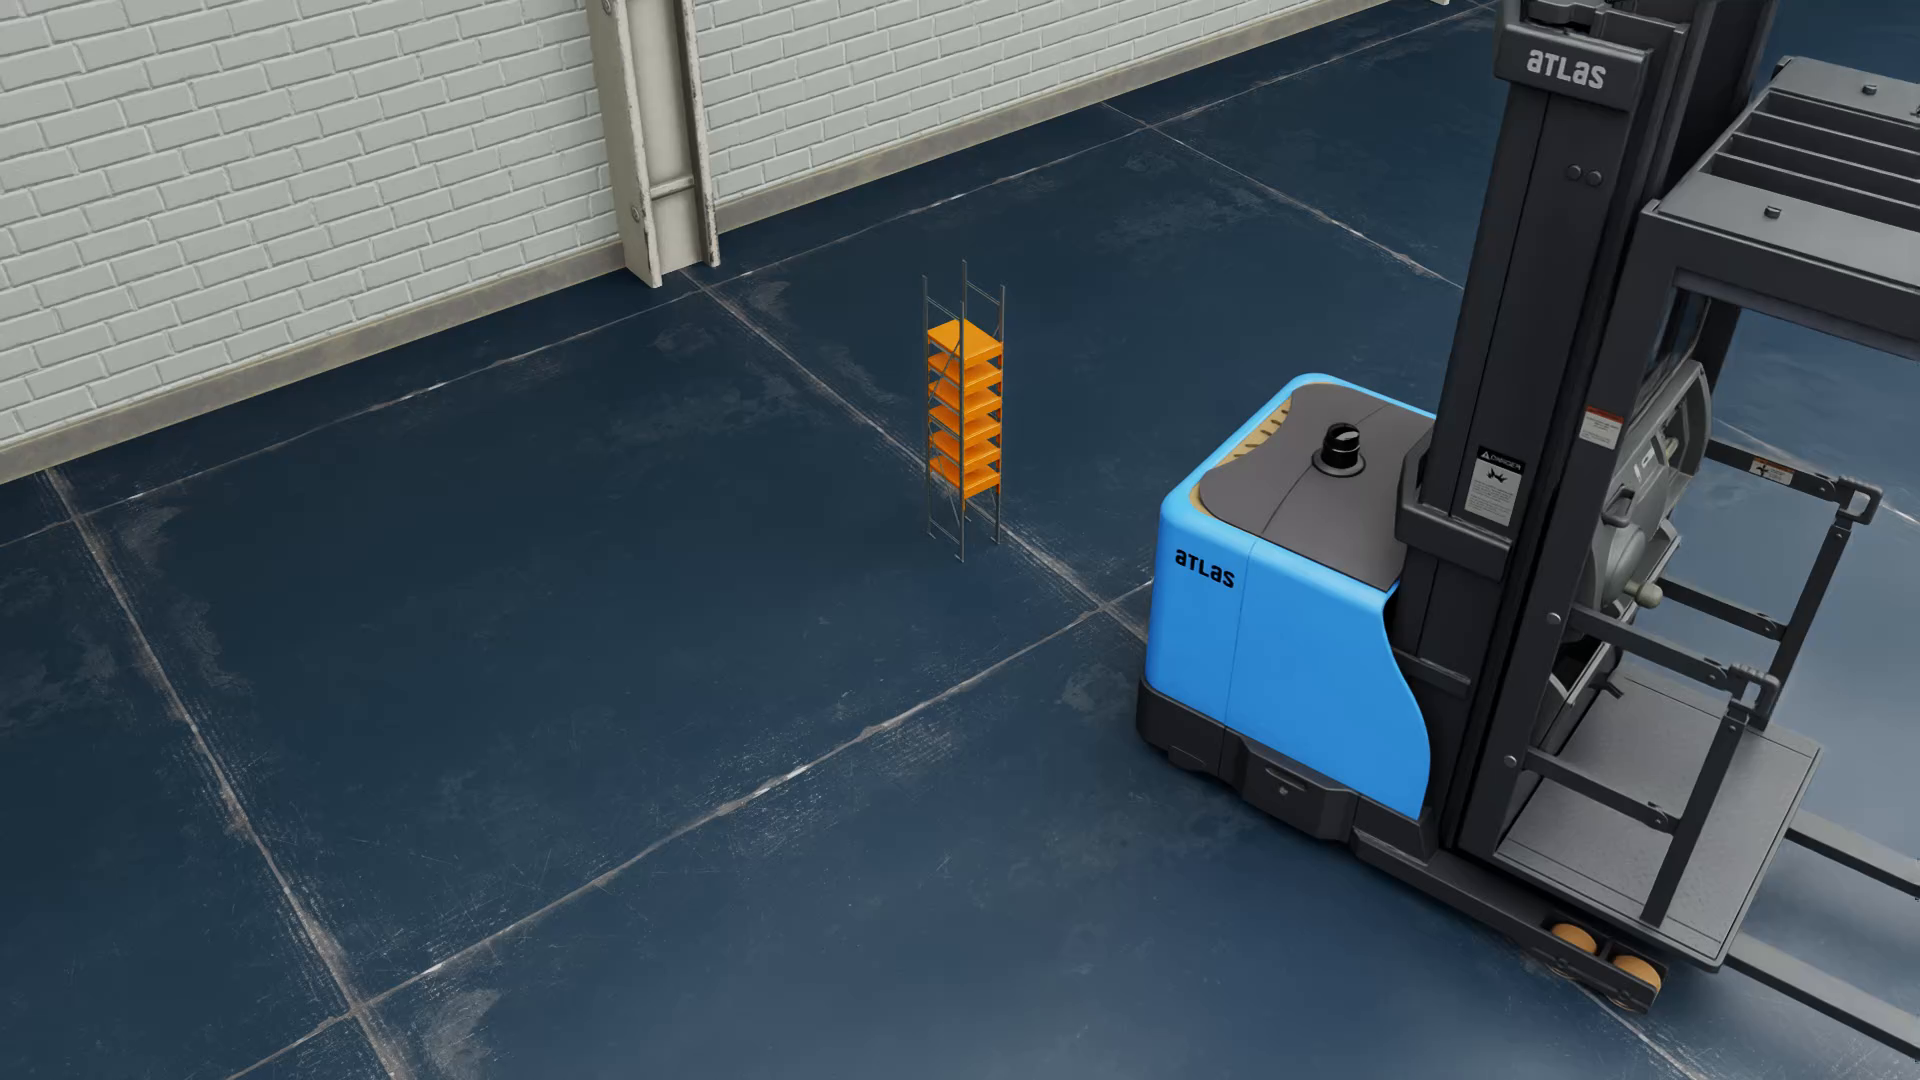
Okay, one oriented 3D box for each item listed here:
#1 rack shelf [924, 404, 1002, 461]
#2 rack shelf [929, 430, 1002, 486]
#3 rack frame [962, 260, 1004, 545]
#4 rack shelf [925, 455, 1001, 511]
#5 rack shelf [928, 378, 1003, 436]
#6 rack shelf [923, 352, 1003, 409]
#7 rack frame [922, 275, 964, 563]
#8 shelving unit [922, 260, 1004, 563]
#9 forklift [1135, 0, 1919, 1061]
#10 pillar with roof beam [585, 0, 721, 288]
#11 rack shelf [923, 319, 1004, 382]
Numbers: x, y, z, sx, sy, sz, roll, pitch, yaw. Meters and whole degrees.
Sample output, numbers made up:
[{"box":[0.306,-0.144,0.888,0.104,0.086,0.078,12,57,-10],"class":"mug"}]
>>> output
[{"box":[0.011,-0.435,6.404,0.180,0.103,0.258,-26,46,-28],"class":"rack shelf"},{"box":[0.011,-0.342,6.481,0.180,0.103,0.258,-26,46,-28],"class":"rack shelf"},{"box":[0.084,-0.505,6.419,0.006,1.200,0.240,-26,46,-28],"class":"rack frame"},{"box":[0.011,-0.250,6.557,0.180,0.103,0.258,-26,46,-28],"class":"rack shelf"},{"box":[0.011,-0.528,6.328,0.180,0.103,0.258,-26,46,-28],"class":"rack shelf"},{"box":[0.011,-0.621,6.252,0.180,0.103,0.258,-26,46,-28],"class":"rack shelf"},{"box":[-0.061,-0.434,6.333,0.006,1.200,0.240,-26,46,-28],"class":"rack frame"},{"box":[0.011,-0.469,6.376,0.189,1.200,0.258,-26,46,-28],"class":"shelving unit"},{"box":[2.097,-0.100,4.561,3.031,2.935,1.130,26,46,28],"class":"forklift"},{"box":[1.158,-2.720,2.970,0.400,9.000,9.100,-26,46,-28],"class":"pillar with roof beam"},{"box":[0.011,-0.713,6.176,0.180,0.103,0.258,-26,46,-28],"class":"rack shelf"}]
